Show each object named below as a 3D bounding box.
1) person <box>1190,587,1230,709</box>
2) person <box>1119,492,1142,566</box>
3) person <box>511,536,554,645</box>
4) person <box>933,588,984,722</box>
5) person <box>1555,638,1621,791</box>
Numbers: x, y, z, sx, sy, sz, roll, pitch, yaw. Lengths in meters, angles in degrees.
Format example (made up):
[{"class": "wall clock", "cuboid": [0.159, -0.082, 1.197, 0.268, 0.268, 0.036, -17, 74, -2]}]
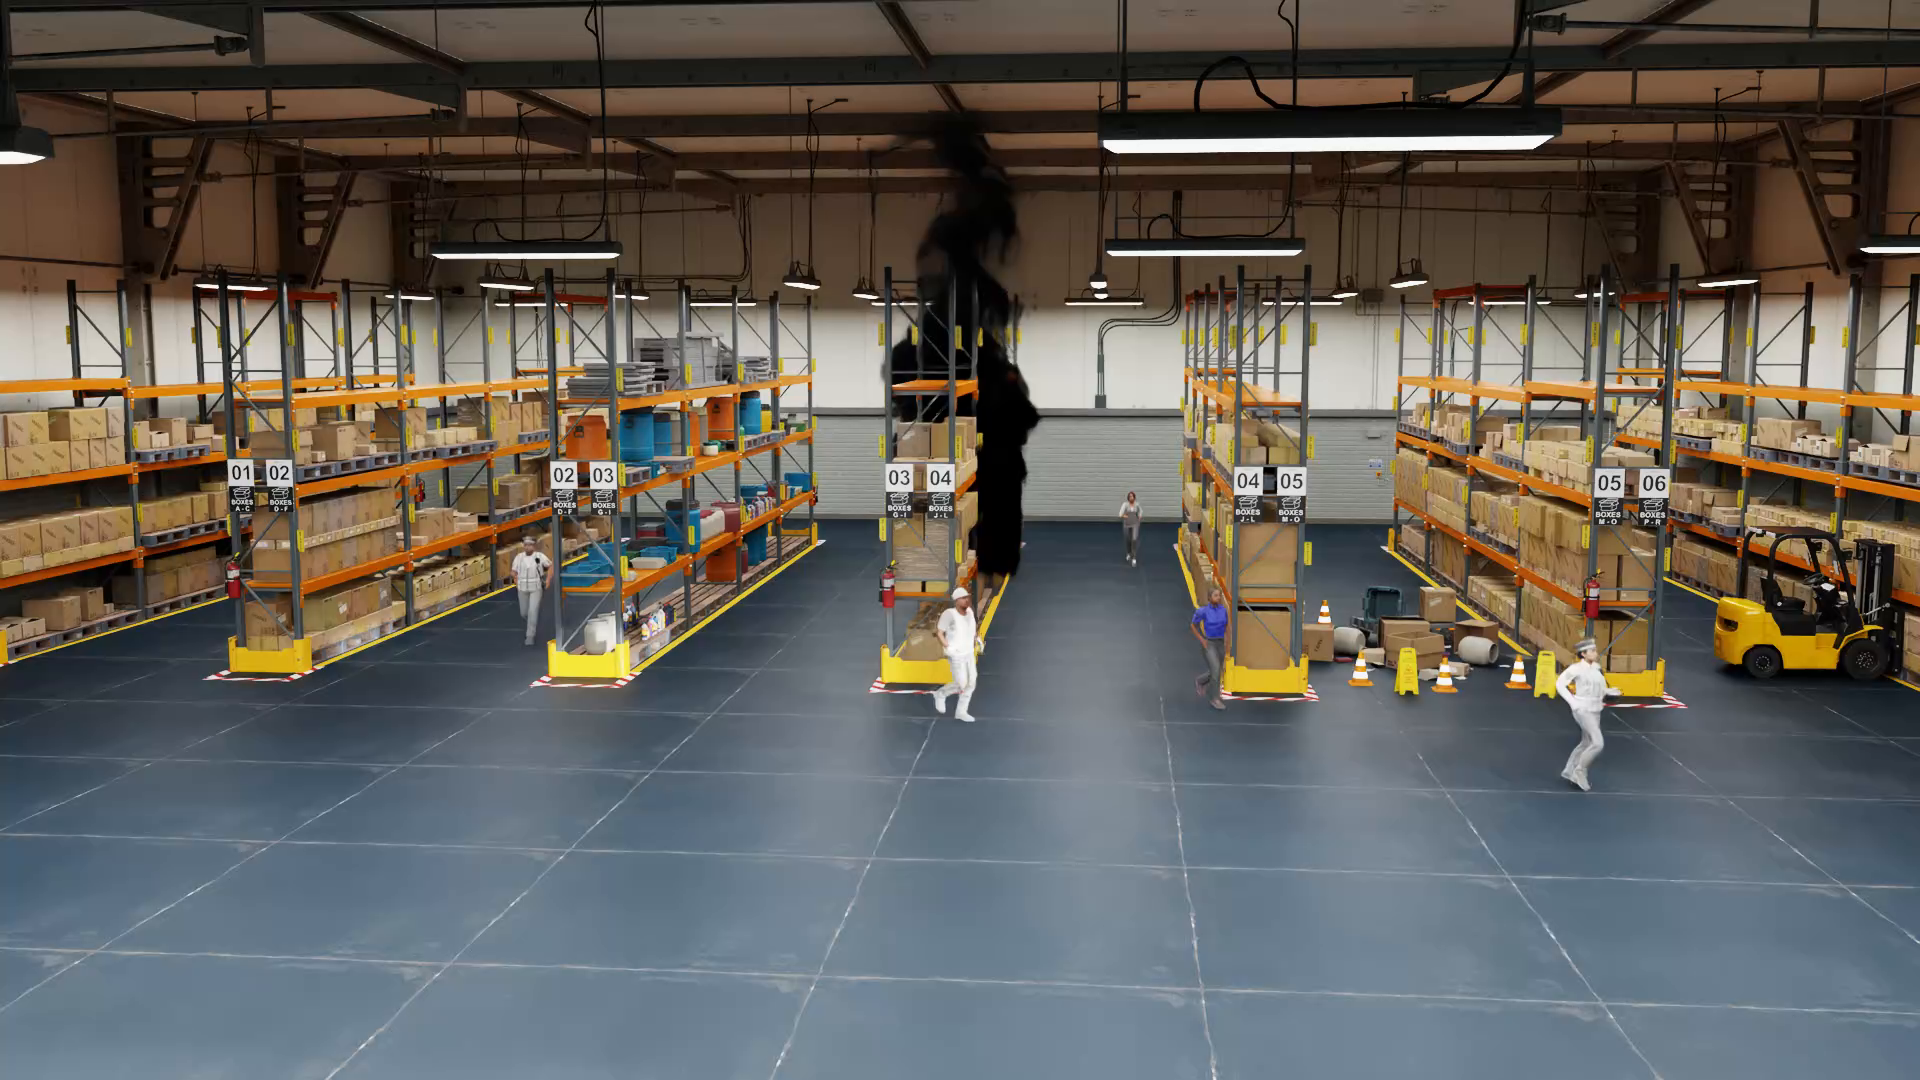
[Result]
[{"class": "person", "cuboid": [3.416, 1.446, 22.723, 0.593, 1.629, 0.742, -4, 8, -29]}, {"class": "person", "cuboid": [3.779, -0.265, 36.887, 0.528, 1.635, 0.746, 1, 7, 4]}, {"class": "person", "cuboid": [-7.080, 0.799, 27.459, 0.678, 1.747, 0.992, 0, 7, 0]}, {"class": "person", "cuboid": [-0.034, 1.490, 21.886, 0.603, 1.756, 0.703, 6, 9, 41]}, {"class": "person", "cuboid": [6.993, 1.936, 18.475, 0.594, 1.714, 0.641, -6, 9, -39]}]
